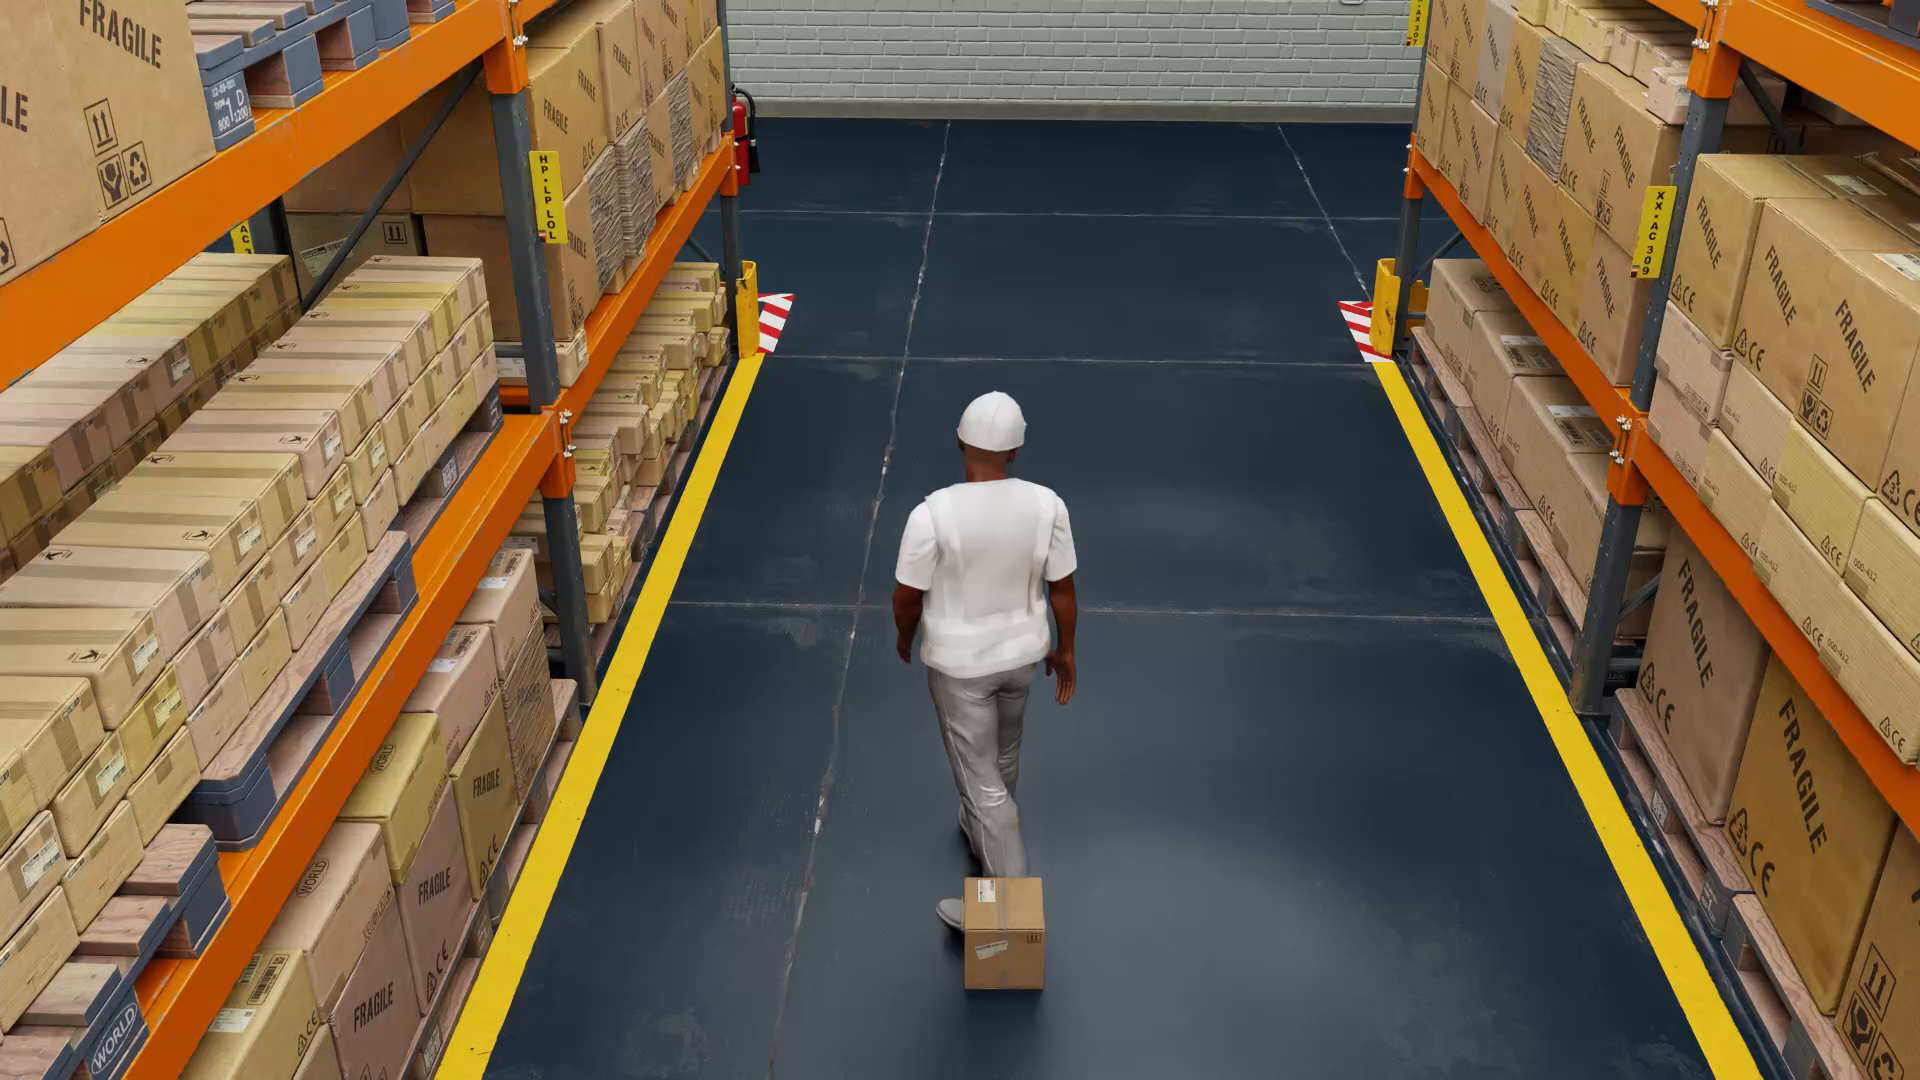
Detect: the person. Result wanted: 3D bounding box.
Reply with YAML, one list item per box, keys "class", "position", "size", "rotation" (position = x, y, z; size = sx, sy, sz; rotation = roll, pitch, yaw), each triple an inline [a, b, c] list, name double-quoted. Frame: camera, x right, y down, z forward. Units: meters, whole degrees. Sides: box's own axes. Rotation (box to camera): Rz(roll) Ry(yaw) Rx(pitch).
- class: "person"
  position: [0.093, 0.382, 5.373]
  size: [0.582, 1.763, 0.716]
  rotation: [-12, 30, -22]
